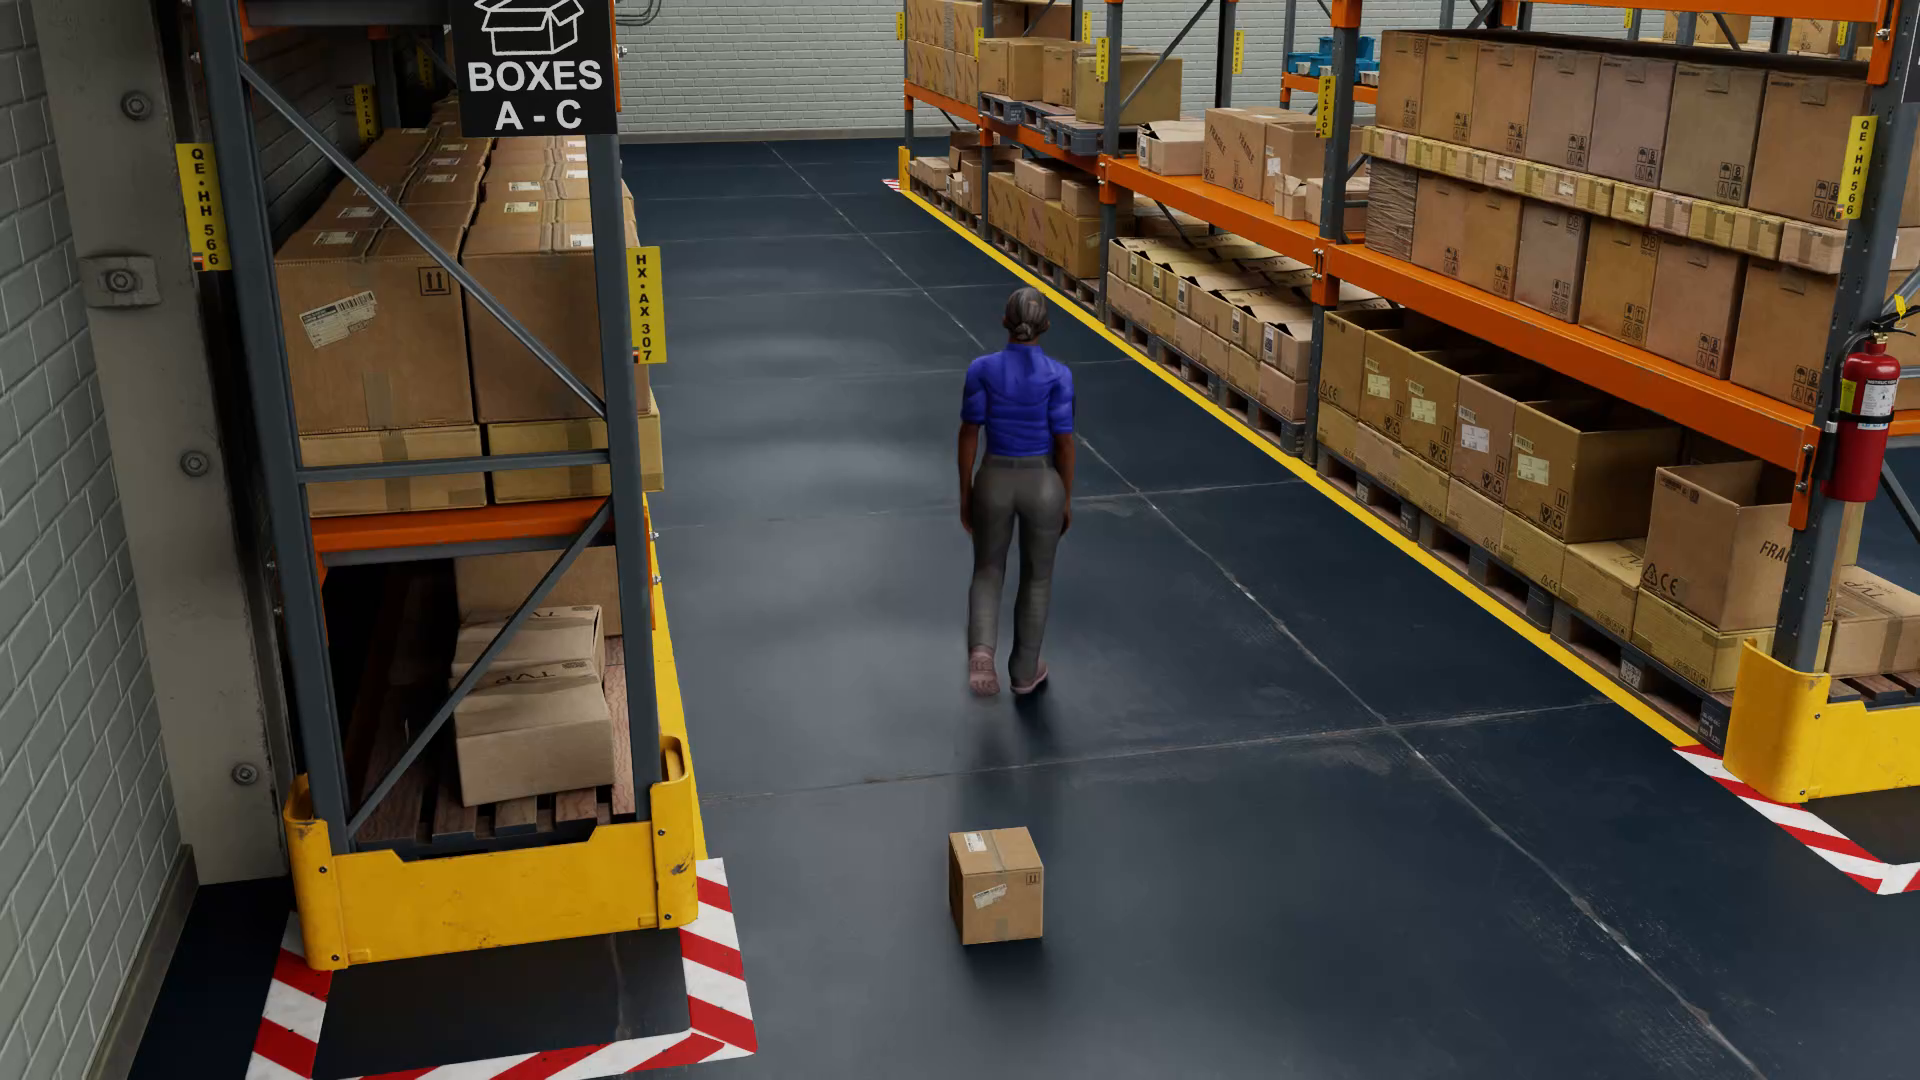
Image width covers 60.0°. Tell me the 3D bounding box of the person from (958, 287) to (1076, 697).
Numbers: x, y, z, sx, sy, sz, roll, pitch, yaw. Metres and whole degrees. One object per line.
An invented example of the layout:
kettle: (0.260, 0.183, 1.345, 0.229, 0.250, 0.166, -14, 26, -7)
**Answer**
person: (0.209, -0.153, 6.438, 0.455, 1.642, 0.545, 4, 20, 12)
